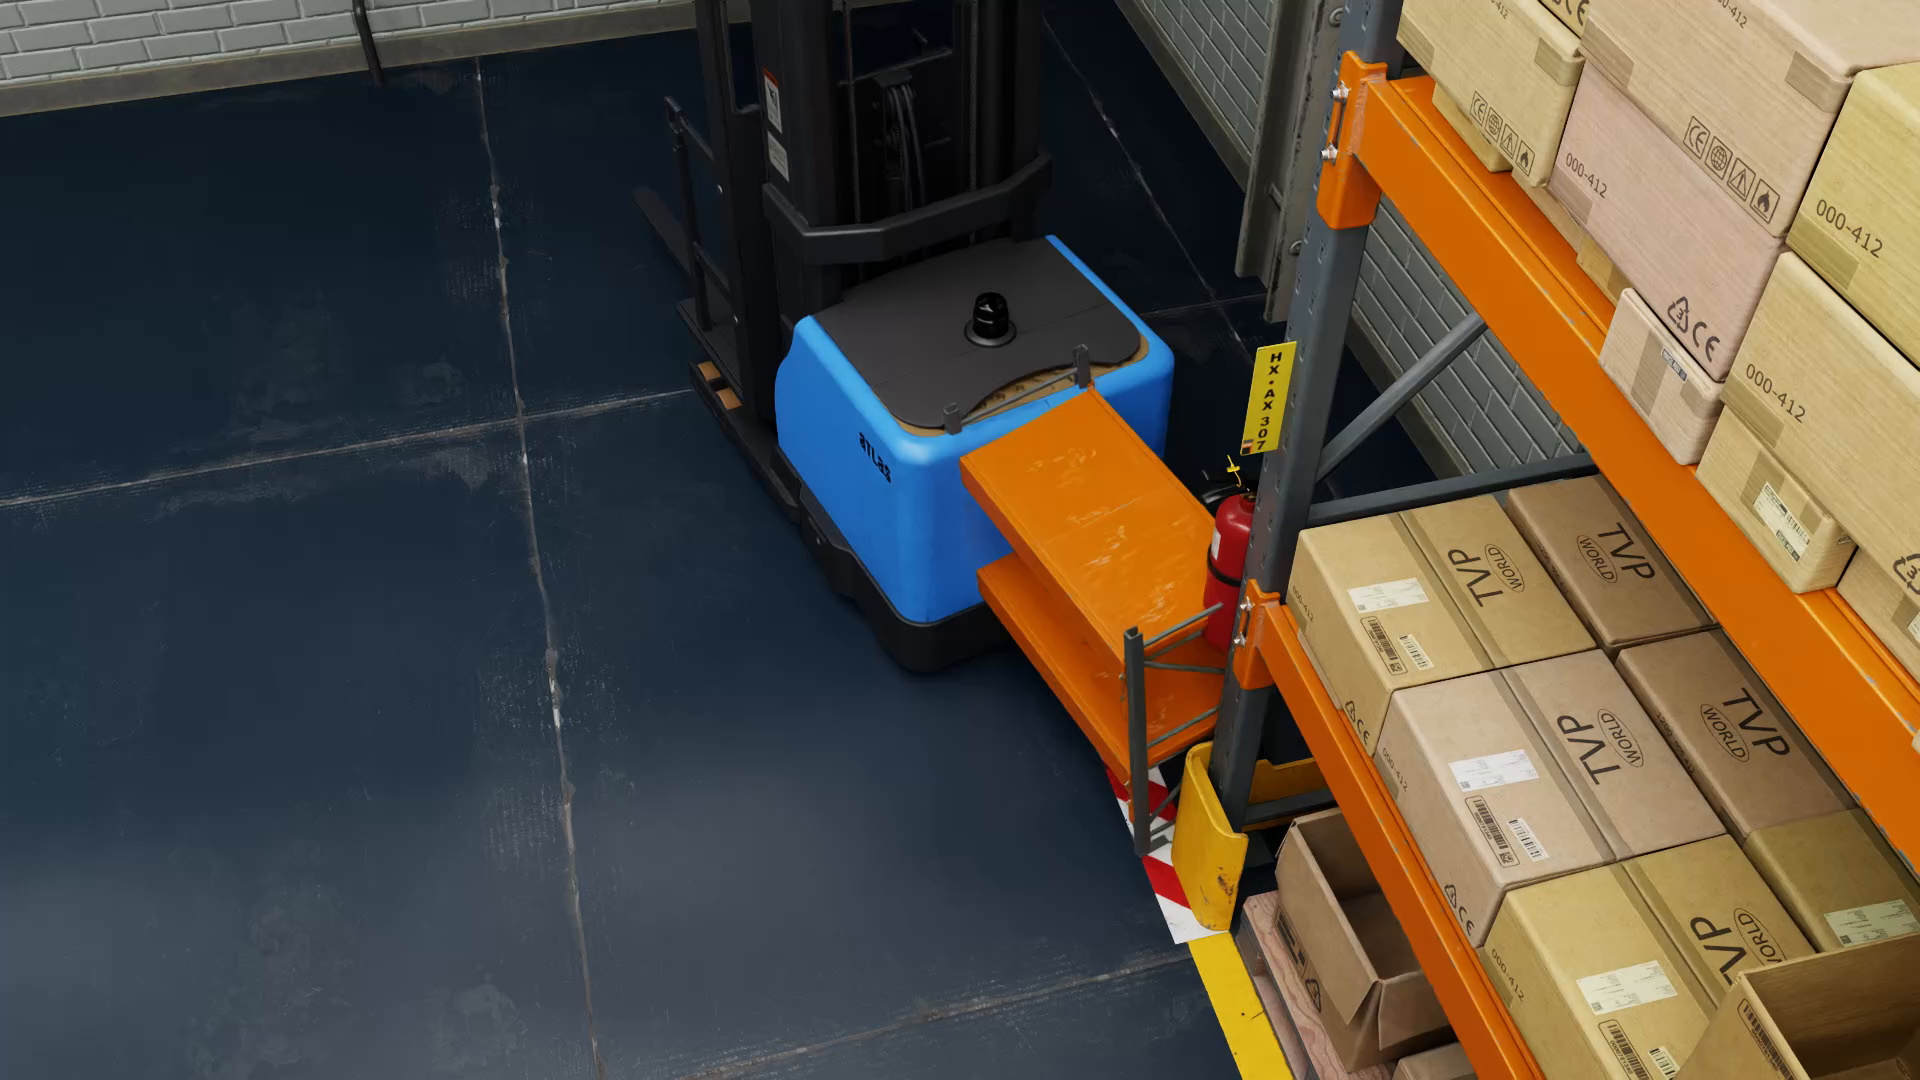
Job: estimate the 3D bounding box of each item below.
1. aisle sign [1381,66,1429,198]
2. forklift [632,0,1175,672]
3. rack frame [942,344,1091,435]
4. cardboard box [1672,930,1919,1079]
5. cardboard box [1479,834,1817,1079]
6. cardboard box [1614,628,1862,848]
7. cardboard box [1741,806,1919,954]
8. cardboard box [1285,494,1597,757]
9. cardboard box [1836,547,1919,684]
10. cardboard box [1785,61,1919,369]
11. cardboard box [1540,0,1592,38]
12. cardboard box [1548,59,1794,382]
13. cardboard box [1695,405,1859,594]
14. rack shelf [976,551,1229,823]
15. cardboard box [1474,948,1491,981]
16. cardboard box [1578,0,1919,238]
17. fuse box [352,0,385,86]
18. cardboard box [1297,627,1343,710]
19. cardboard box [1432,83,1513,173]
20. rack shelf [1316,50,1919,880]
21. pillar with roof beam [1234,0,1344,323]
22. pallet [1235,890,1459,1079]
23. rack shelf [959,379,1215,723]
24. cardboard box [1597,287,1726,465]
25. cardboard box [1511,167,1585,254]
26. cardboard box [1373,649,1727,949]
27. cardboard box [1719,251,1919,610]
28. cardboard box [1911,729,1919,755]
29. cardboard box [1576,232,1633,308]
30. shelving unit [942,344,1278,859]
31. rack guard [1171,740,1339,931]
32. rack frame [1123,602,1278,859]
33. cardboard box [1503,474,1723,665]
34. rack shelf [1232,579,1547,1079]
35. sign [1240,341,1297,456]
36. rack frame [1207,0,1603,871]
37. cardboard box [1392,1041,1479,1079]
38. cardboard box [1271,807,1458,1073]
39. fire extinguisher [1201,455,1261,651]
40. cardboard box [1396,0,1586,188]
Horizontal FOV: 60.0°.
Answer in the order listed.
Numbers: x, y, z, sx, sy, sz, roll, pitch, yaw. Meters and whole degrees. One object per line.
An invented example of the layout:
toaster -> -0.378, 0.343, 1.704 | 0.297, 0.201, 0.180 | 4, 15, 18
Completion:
aisle sign -> 0.941, -1.025, 3.334 | 0.394, 0.787, 0.004 | -11, 47, -10
forklift -> -0.447, -1.620, 5.785 | 1.130, 2.935, 3.031 | -22, 49, -20
rack frame -> 0.231, -0.123, 5.484 | 0.500, 1.125, 0.032 | -26, 51, -14
cardboard box -> 1.483, 0.962, 2.579 | 0.500, 0.500, 0.500 | -10, 46, -9
cardboard box -> 1.361, 0.886, 3.178 | 0.500, 0.250, 0.500 | -12, 47, -11
cardboard box -> 1.748, 0.452, 3.604 | 0.500, 0.250, 0.500 | -11, 47, -10
cardboard box -> 1.870, 0.795, 3.268 | 0.500, 0.250, 0.500 | -9, 46, -9
cardboard box -> 1.098, 0.189, 3.861 | 0.500, 0.250, 0.500 | -10, 47, -10
cardboard box -> 1.402, 0.065, 2.162 | 0.380, 0.149, 0.250 | -11, 47, -11
cardboard box -> 1.367, -0.347, 1.936 | 0.500, 0.250, 0.500 | -11, 47, -11
cardboard box -> 1.113, -1.046, 2.621 | 0.500, 0.250, 0.500 | -11, 47, -11
cardboard box -> 1.242, -0.520, 2.456 | 0.500, 0.250, 0.500 | -10, 46, -10
cardboard box -> 1.279, -0.094, 2.318 | 0.380, 0.149, 0.250 | -11, 47, -10
rack shelf -> 0.498, 0.356, 5.354 | 0.538, 0.278, 1.000 | -26, 51, -14
cardboard box -> 1.278, 0.771, 3.570 | 0.380, 0.149, 0.250 | -9, 46, -9
cardboard box -> 1.225, -0.691, 2.274 | 0.500, 0.250, 0.500 | -11, 47, -11
fuse box -> -2.953, -2.933, 7.926 | 0.539, 1.711, 0.414 | -11, 47, -10
cardboard box -> 1.061, 0.243, 4.087 | 0.380, 0.149, 0.250 | -11, 47, -11
cardboard box -> 1.099, -0.821, 3.030 | 0.380, 0.149, 0.250 | -10, 46, -9
rack shelf -> 1.755, 0.461, 2.102 | 1.077, 0.370, 4.000 | -11, 47, -10
pillar with roof beam -> -2.738, -3.461, 3.341 | 9.100, 9.000, 0.400 | -11, 47, -10
pallet -> 1.467, 1.457, 4.675 | 1.003, 0.211, 1.213 | -11, 47, -10
rack shelf -> 0.442, 0.004, 4.952 | 0.538, 0.278, 1.000 | -26, 51, -14
cardboard box -> 1.205, -0.274, 2.494 | 0.380, 0.149, 0.250 | -10, 46, -9
cardboard box -> 1.192, -0.645, 2.858 | 0.380, 0.149, 0.250 | -10, 46, -10
cardboard box -> 1.228, 0.537, 3.520 | 0.500, 0.250, 0.500 | -10, 46, -10
cardboard box -> 1.361, -0.164, 2.107 | 0.500, 0.250, 0.500 | -12, 47, -12
cardboard box -> 1.398, 0.255, 1.976 | 0.380, 0.149, 0.250 | -11, 47, -10
cardboard box -> 1.241, -0.465, 2.681 | 0.380, 0.149, 0.250 | -11, 47, -10
shelving unit -> 0.473, 0.196, 5.171 | 0.538, 1.125, 1.048 | -26, 51, -14
rack guard -> 1.262, 0.806, 5.111 | 1.175, 0.500, 0.348 | -11, 47, -10
rack frame -> 0.715, 0.515, 4.858 | 0.500, 1.125, 0.032 | -26, 51, -14
cardboard box -> 1.617, 0.096, 3.953 | 0.500, 0.250, 0.500 | -9, 46, -9
rack shelf -> 1.755, 1.511, 3.173 | 1.077, 0.370, 4.000 | -11, 47, -10
sign -> 0.718, -0.326, 3.863 | 0.100, 0.325, 0.005 | -11, 47, -10
rack frame -> 1.243, -0.122, 4.269 | 1.000, 3.000, 0.127 | -11, 47, -10
cardboard box -> 1.379, 1.469, 4.412 | 0.380, 0.149, 0.250 | -12, 47, -12
cardboard box -> 1.308, 1.045, 4.580 | 0.797, 0.503, 0.637 | -12, 47, -12
fire extinguisher -> 0.758, 0.019, 4.447 | 0.296, 0.674, 0.183 | -11, 47, -10
cardboard box -> 1.092, -0.867, 2.796 | 0.500, 0.250, 0.500 | -11, 47, -11
